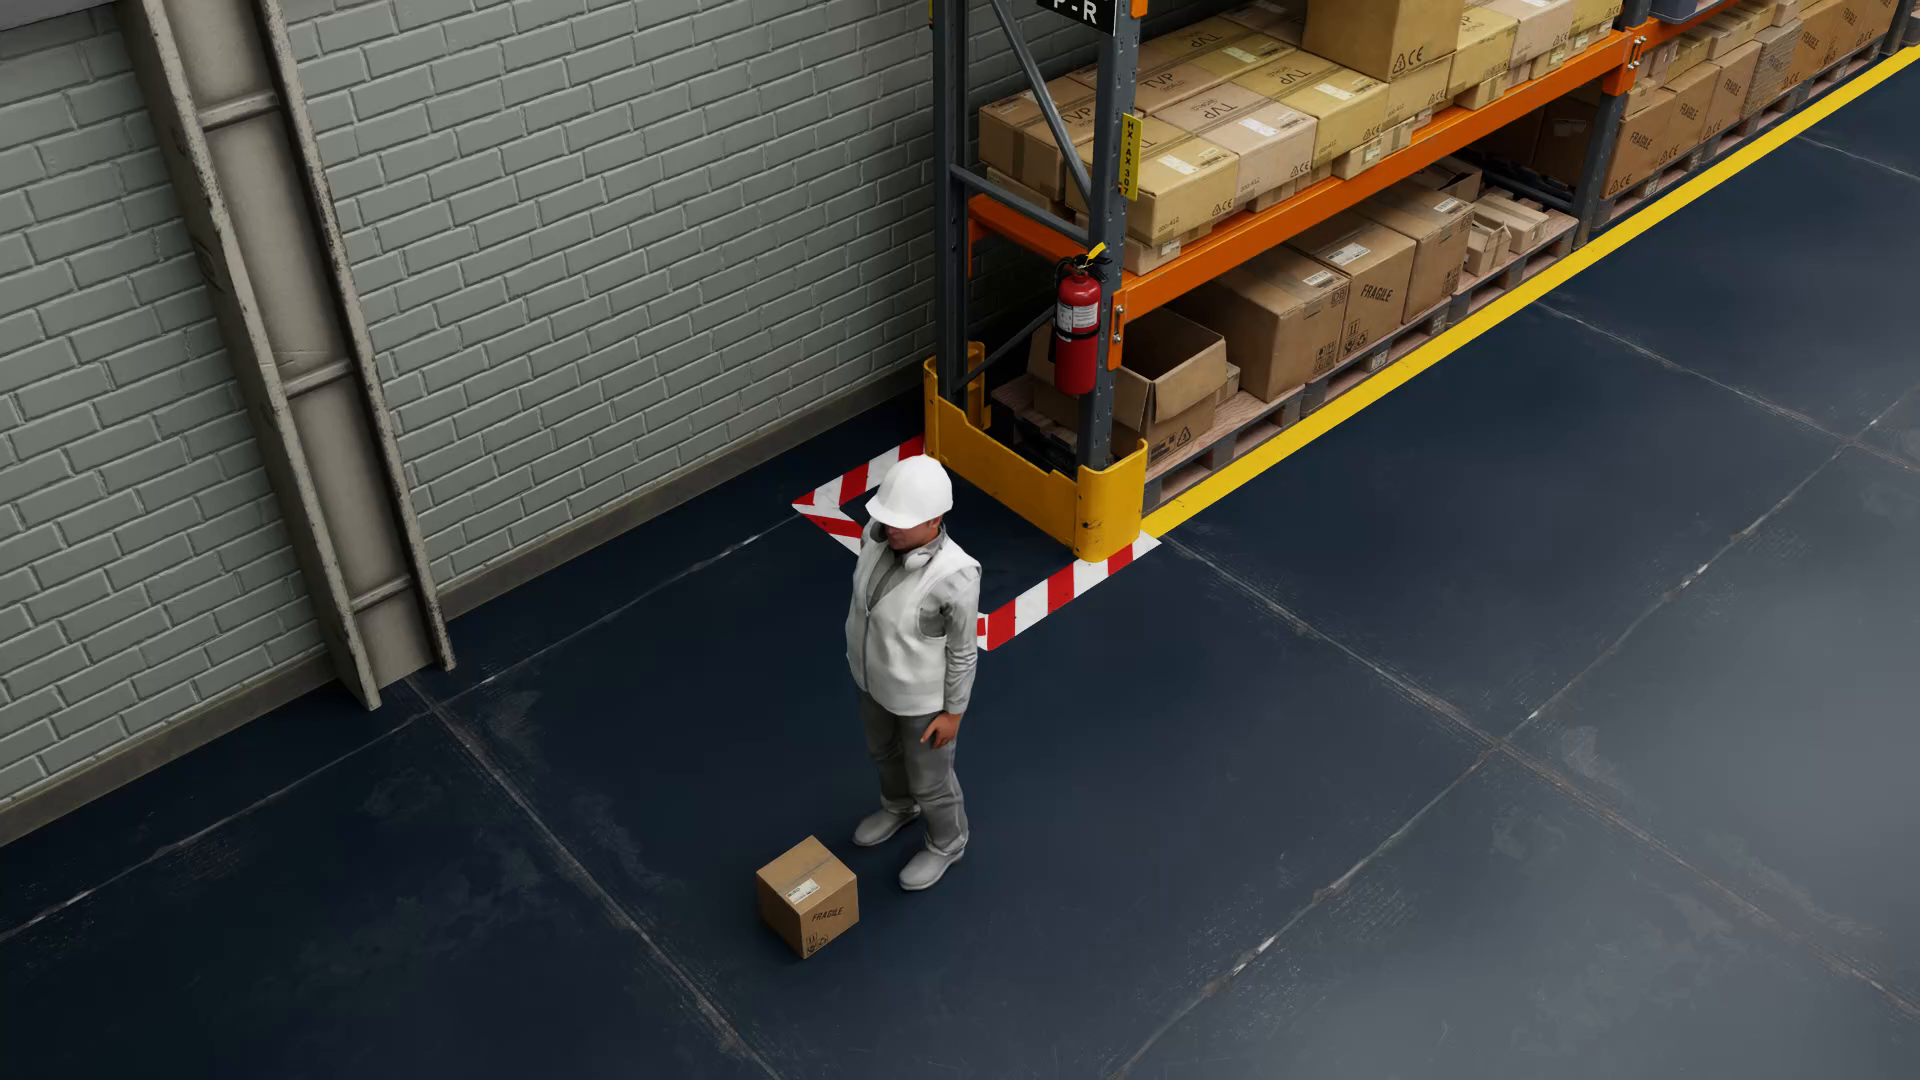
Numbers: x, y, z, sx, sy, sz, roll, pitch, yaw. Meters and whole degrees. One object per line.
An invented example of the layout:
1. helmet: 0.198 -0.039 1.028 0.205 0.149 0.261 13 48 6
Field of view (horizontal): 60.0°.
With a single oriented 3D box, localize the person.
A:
1. person: -0.164 0.465 5.578 0.355 1.775 0.532 -29 48 -30
